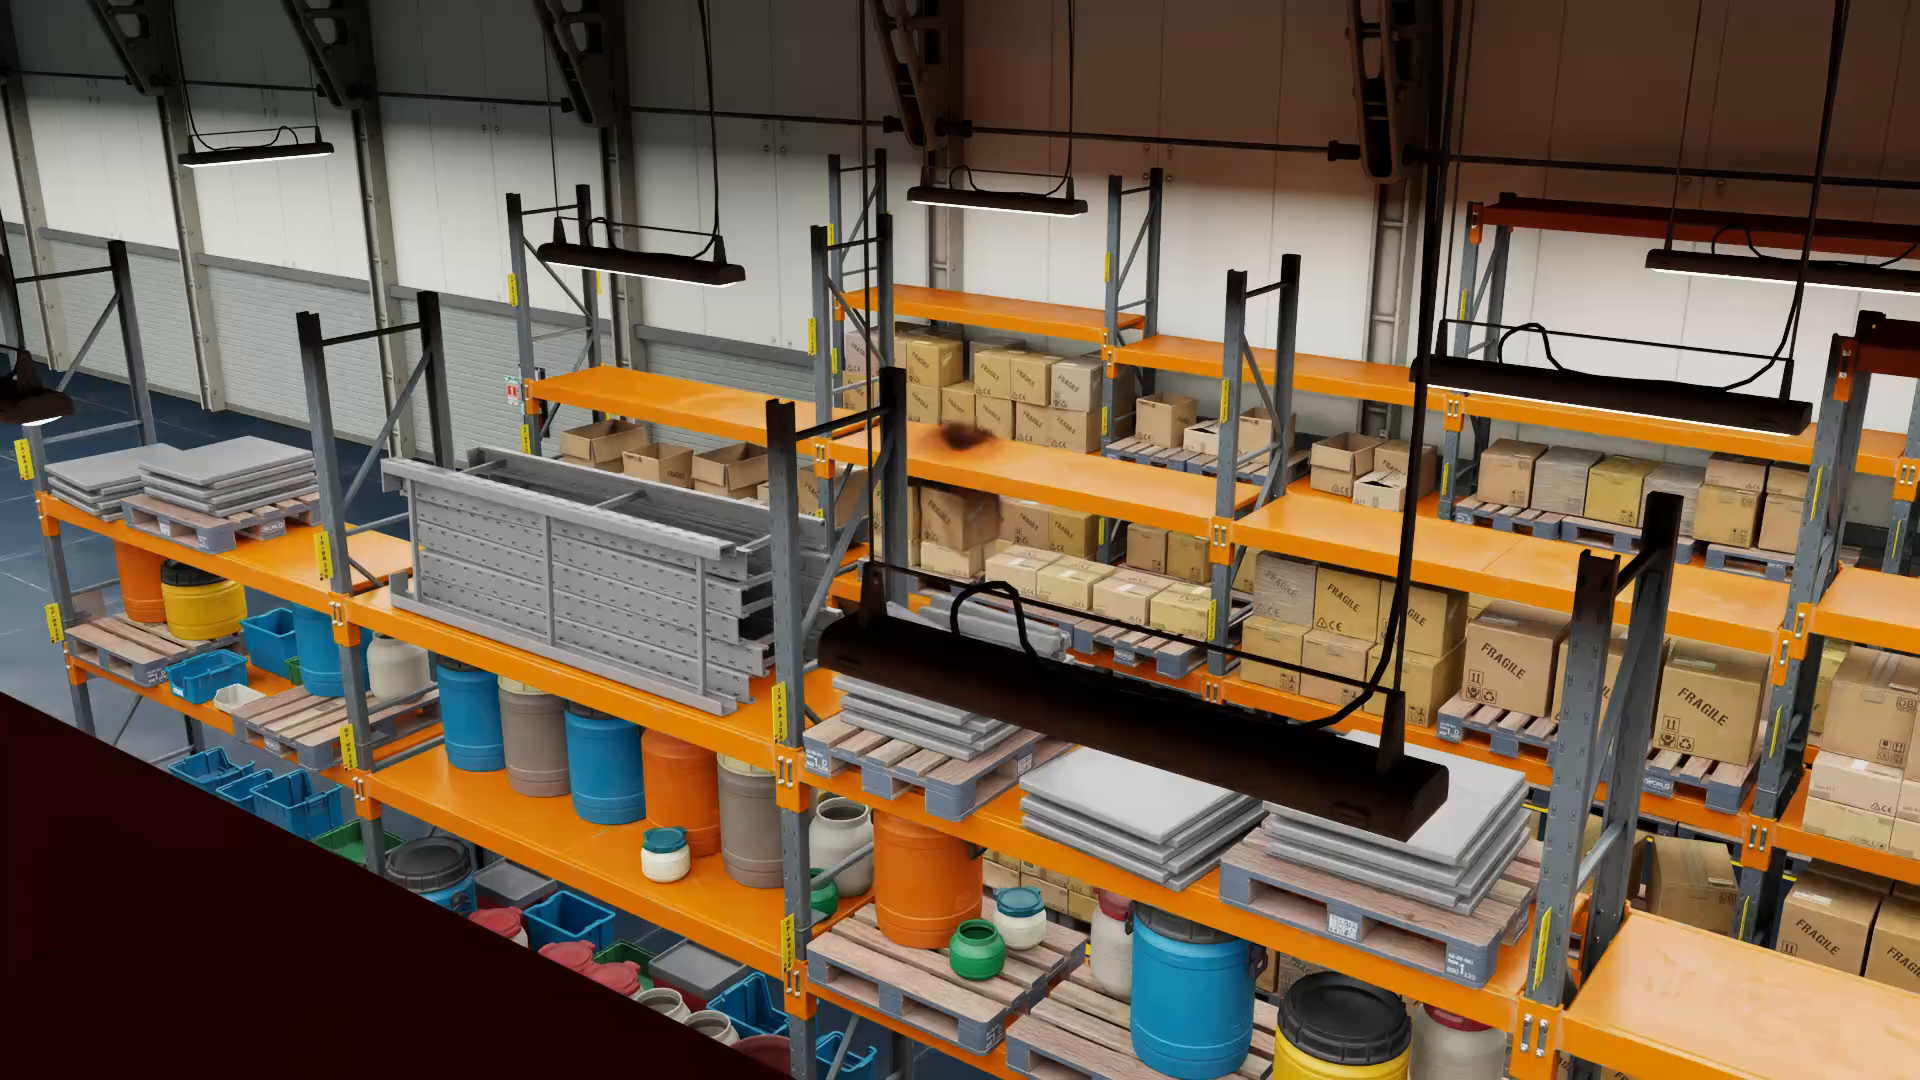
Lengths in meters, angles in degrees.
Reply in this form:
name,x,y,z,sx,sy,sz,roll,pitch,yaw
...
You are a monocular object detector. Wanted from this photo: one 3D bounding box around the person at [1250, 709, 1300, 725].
name,x,y,z,sx,sy,sz,roll,pitch,yaw
person,3.232,1.857,16.950,1.006,1.672,0.503,10,21,28
